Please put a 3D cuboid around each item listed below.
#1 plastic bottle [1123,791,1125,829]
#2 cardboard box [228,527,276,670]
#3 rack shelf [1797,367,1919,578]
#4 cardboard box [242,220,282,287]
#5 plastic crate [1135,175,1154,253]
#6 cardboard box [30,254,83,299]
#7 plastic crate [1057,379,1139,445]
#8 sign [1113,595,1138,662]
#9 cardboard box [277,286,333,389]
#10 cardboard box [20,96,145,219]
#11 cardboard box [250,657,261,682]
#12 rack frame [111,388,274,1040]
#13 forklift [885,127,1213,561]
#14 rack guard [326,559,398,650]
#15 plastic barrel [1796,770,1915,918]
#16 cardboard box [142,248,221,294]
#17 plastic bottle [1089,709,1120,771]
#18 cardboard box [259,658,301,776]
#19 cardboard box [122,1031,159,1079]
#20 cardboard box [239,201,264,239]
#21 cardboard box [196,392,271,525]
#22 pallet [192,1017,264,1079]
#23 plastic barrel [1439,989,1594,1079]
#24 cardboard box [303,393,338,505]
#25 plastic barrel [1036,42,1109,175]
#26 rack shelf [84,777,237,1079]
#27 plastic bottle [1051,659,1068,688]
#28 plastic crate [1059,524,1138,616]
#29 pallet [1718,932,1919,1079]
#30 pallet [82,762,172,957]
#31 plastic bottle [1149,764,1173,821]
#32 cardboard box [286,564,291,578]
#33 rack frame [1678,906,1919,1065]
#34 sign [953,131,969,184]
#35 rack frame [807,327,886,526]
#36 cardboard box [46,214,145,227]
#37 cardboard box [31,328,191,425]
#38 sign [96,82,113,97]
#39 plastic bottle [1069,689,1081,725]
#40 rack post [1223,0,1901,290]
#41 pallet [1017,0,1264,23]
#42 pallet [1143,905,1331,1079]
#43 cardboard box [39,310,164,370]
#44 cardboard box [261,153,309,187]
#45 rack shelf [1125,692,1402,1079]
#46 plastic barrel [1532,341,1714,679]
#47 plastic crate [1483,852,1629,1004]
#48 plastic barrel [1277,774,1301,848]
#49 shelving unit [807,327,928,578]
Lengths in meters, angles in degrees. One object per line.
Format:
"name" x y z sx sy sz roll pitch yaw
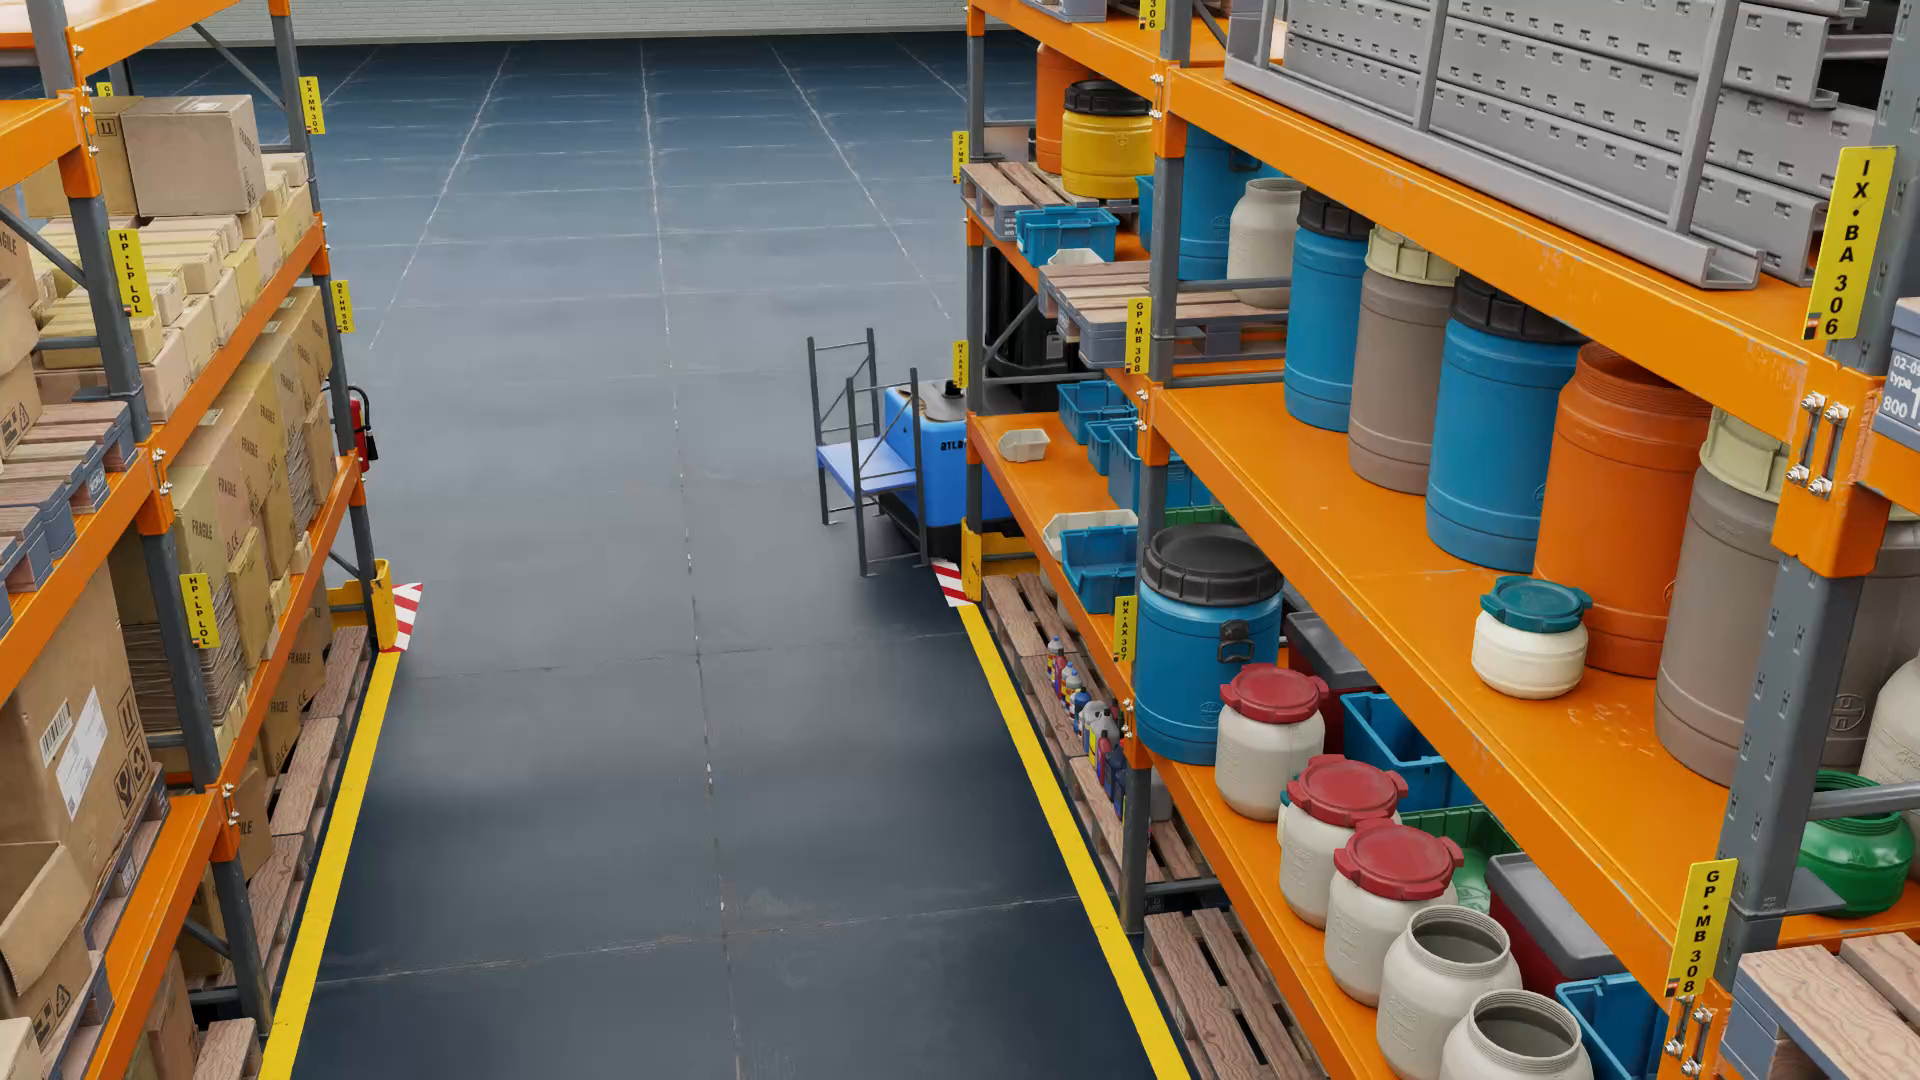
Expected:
"plastic bottle" 0.873 1.370 8.452 0.061 0.283 0.133 -3 24 -7
"cardboard box" -3.662 0.295 7.572 0.875 0.500 0.500 -4 24 -10
"rack shelf" 2.395 0.615 1.239 1.077 0.370 4.000 -4 24 -10
"cardboard box" -3.801 -1.452 8.509 0.500 0.250 0.500 -4 24 -9
"plastic crate" 1.195 -1.721 8.958 0.392 0.384 0.575 -4 24 -10
"cardboard box" -4.069 -1.155 7.330 0.380 0.149 0.250 -3 24 -8
"plastic crate" 0.933 -0.839 10.851 0.499 0.251 0.616 -4 24 -10
"sign" 0.743 0.401 7.481 0.100 0.325 0.005 -4 24 -10
"cardboard box" -3.977 -1.158 9.649 0.500 0.500 0.500 -4 24 -10
"cardboard box" -4.312 -1.897 8.220 0.500 0.500 0.500 -4 24 -10
"cardboard box" -3.488 0.573 7.746 0.380 0.149 0.250 -4 24 -10
"rack frame" -3.582 0.858 6.780 1.000 3.000 0.127 -4 24 -10
"forklift" 0.995 -1.539 12.355 3.031 2.935 1.130 -8 25 -18
"rack guard" -4.307 0.460 10.814 1.175 0.500 0.348 -4 24 -10
"plastic barrel" 1.929 0.668 3.661 0.294 0.245 0.294 0 24 0
"cardboard box" -3.536 -1.194 7.419 0.380 0.149 0.250 -5 24 -11
"plastic bottle" 0.788 1.069 9.056 0.144 0.351 0.185 -4 24 -10
"cardboard box" -3.981 0.965 9.134 0.500 0.500 0.500 -2 24 -5
"cardboard box" -3.420 2.234 6.203 0.700 0.500 0.500 -4 24 -10
"cardboard box" -3.730 -1.605 8.362 0.380 0.149 0.250 -6 24 -12
"cardboard box" -3.601 -0.371 7.849 0.500 0.500 0.500 -4 24 -10
"pallet" -3.436 2.442 6.637 1.003 0.211 1.213 -4 24 -10
"plastic barrel" 1.625 1.625 4.885 0.421 0.512 0.421 0 24 0
"cardboard box" -4.036 -0.491 9.373 0.875 0.500 0.500 -4 24 -10
"plastic barrel" 0.761 -2.664 10.035 0.600 0.830 0.708 -4 24 -10
"rack shelf" -3.212 1.974 5.123 1.077 0.370 4.000 -4 24 -10
"plastic bottle" 0.594 0.776 9.915 0.097 0.201 0.097 0 24 0
"plastic crate" 0.814 0.144 8.600 0.499 0.251 0.616 -4 24 -10
"pallet" 2.071 1.085 2.749 1.003 0.211 1.213 -4 24 -10
"pallet" -3.584 1.257 6.105 1.003 0.211 1.213 -4 24 -10
"plastic bottle" 1.025 1.261 8.617 0.144 0.351 0.185 -4 24 -10
"cardboard box" -3.707 0.182 8.641 0.380 0.149 0.250 -4 24 -10
"rack frame" 2.025 2.065 4.017 1.000 3.000 0.127 -4 24 -10
"sign" 0.005 -2.421 10.530 0.100 0.325 0.005 -4 24 -10
"rack frame" -0.848 -0.840 12.512 0.500 1.500 0.032 -11 26 -17
"cardboard box" -4.291 -1.564 8.268 0.380 0.149 0.250 -5 24 -12
"cardboard box" -3.413 -0.644 6.658 0.500 0.250 0.500 -5 24 -12
"sign" -4.855 -2.450 9.515 0.100 0.325 0.005 -4 24 -10
"plastic bottle" 0.675 0.948 9.520 0.097 0.201 0.097 0 24 0
"rack post" 1.734 -1.581 4.620 1.013 1.000 3.121 -4 24 -10
"pallet" 0.877 -2.791 8.375 1.003 0.211 1.213 -4 24 -10
"pallet" 1.469 2.075 7.477 1.003 0.211 1.213 -4 24 -10
"cardboard box" -3.339 -0.781 6.475 0.380 0.149 0.250 -5 24 -11
"cardboard box" -3.963 -2.118 9.535 0.380 0.149 0.250 -4 24 -10
"rack shelf" 1.656 1.608 5.962 1.077 0.370 4.000 -4 24 -10
"plastic barrel" 1.966 -0.103 4.696 0.600 0.830 0.708 -4 24 -10
"plastic crate" 2.027 1.377 5.511 0.402 0.464 0.583 -4 24 -10
"plastic barrel" 1.380 1.087 6.429 0.301 0.262 0.301 0 24 0
"shelving unit" -0.675 -0.648 12.074 0.538 1.500 1.048 -11 26 -17
